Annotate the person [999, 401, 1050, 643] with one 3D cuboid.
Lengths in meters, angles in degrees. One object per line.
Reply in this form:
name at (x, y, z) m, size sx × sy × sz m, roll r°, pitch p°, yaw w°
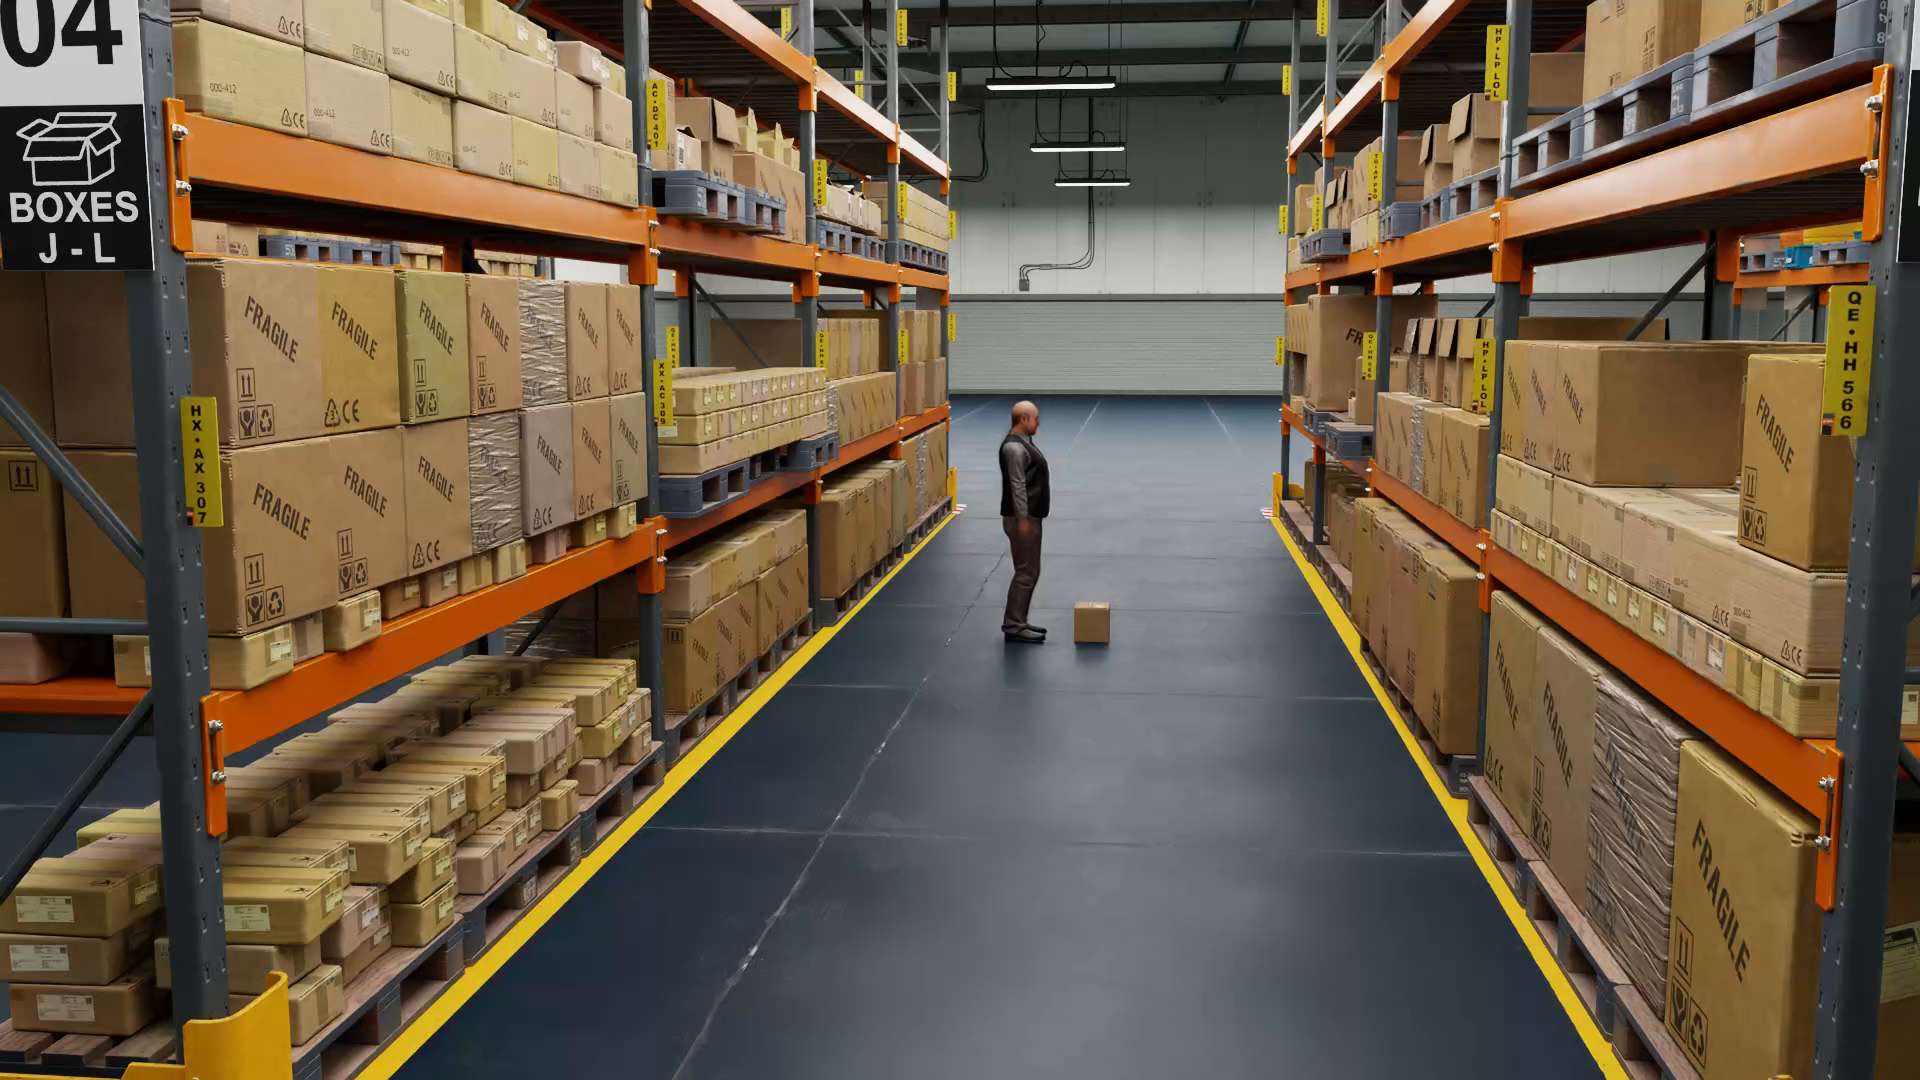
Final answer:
person at (0.467, -0.141, 11.993) m, size 0.358 × 1.714 × 0.533 m, roll 1°, pitch 8°, yaw 7°
